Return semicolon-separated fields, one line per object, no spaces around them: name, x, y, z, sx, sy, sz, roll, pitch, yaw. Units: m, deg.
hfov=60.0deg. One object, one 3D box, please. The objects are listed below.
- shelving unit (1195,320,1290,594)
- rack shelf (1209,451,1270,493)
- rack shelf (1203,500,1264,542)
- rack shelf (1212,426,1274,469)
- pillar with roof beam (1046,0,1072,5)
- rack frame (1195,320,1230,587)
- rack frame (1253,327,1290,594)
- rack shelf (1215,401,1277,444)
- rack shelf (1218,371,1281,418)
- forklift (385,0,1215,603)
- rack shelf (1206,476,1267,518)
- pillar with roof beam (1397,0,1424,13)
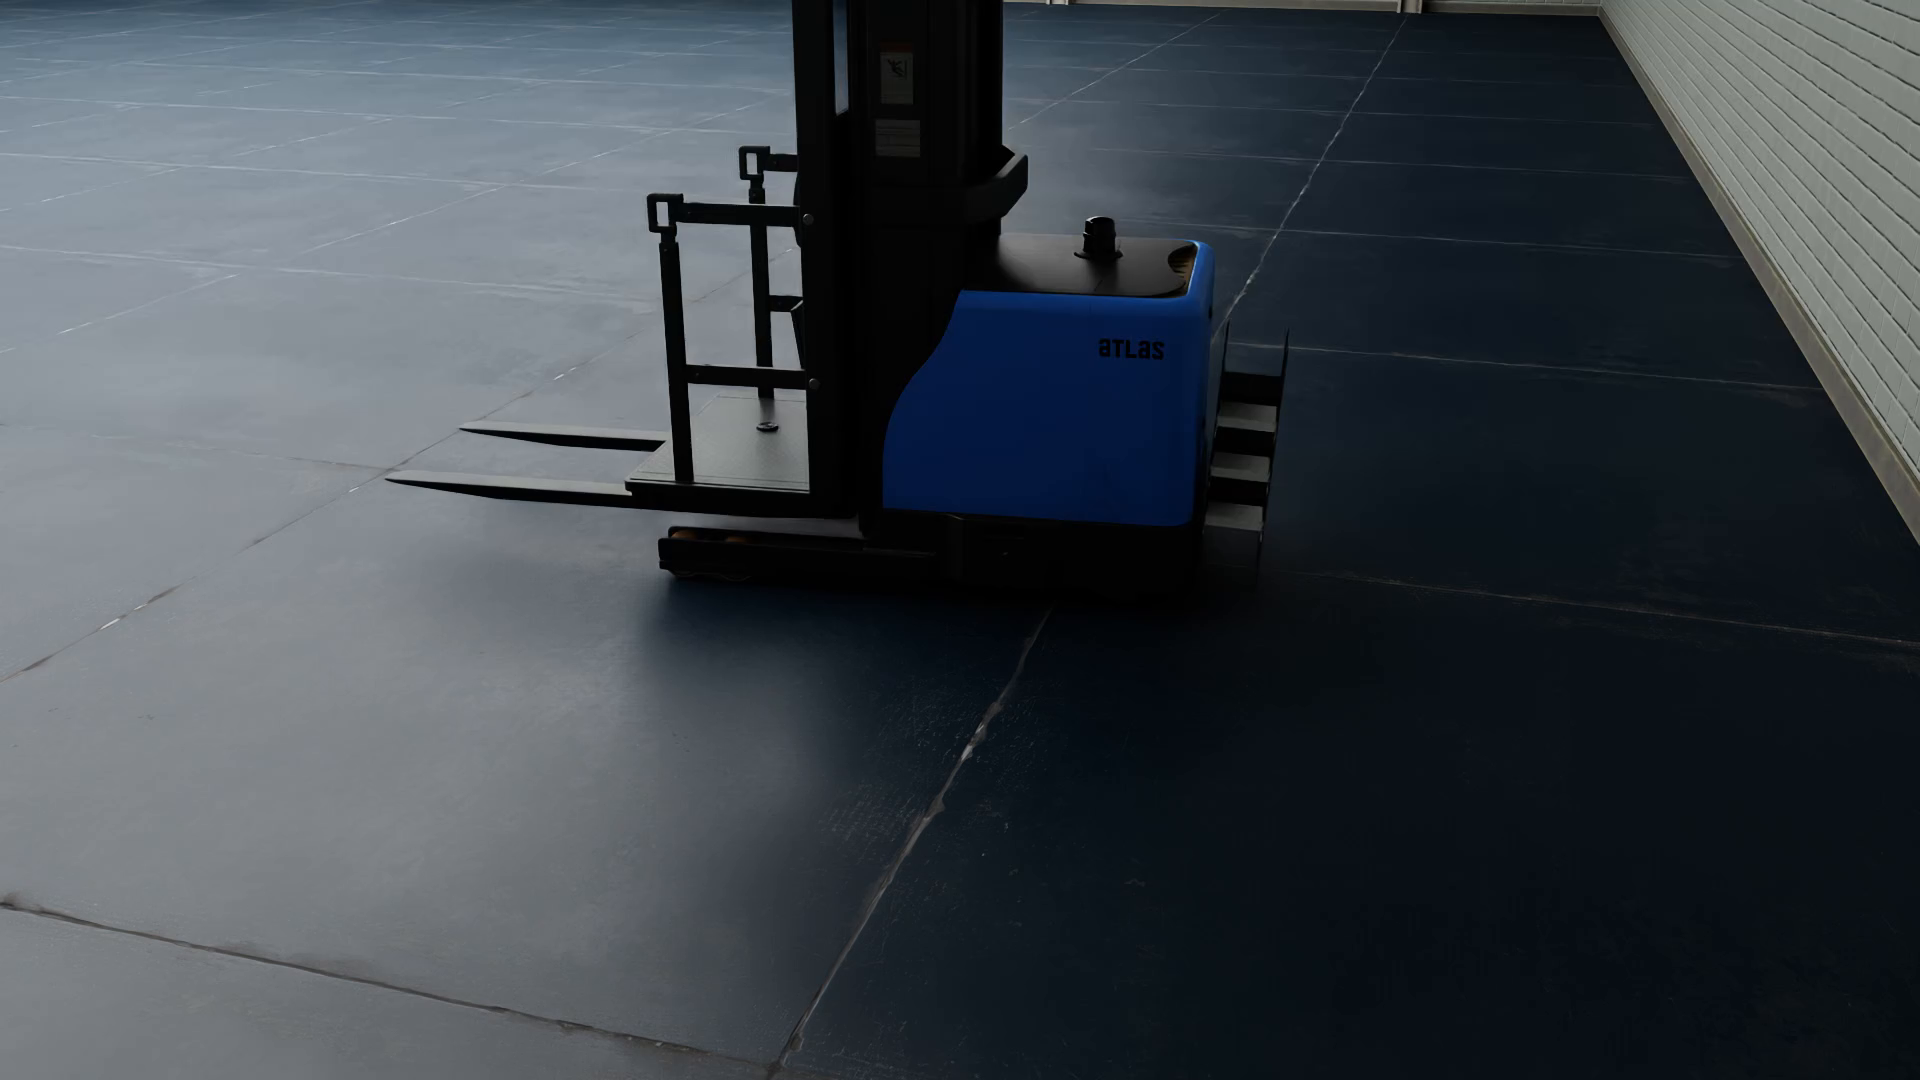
shelving unit;0.975;-0.282;5.758;0.210;0.900;0.258;7;23;8
rack shelf;0.973;-0.252;5.771;0.200;0.077;0.258;7;23;8
rack shelf;0.963;-0.086;5.841;0.200;0.077;0.258;7;23;8
rack shelf;0.978;-0.335;5.736;0.200;0.077;0.258;7;23;8
pillar with roof beam;0.511;-12.059;23.811;0.400;9.000;9.100;7;23;16
rack frame;0.875;-0.295;5.773;0.006;0.900;0.240;7;23;8
rack frame;1.075;-0.270;5.744;0.006;0.900;0.240;7;23;8
rack shelf;0.983;-0.417;5.701;0.200;0.077;0.258;7;23;8
rack shelf;0.989;-0.500;5.666;0.200;0.077;0.258;7;23;8
forklift;-0.615;-1.400;5.821;3.031;2.935;1.130;4;23;10
rack shelf;0.968;-0.169;5.806;0.200;0.077;0.258;7;23;8
pillar with roof beam;6.255;-11.401;22.208;0.400;9.000;9.100;7;23;16
